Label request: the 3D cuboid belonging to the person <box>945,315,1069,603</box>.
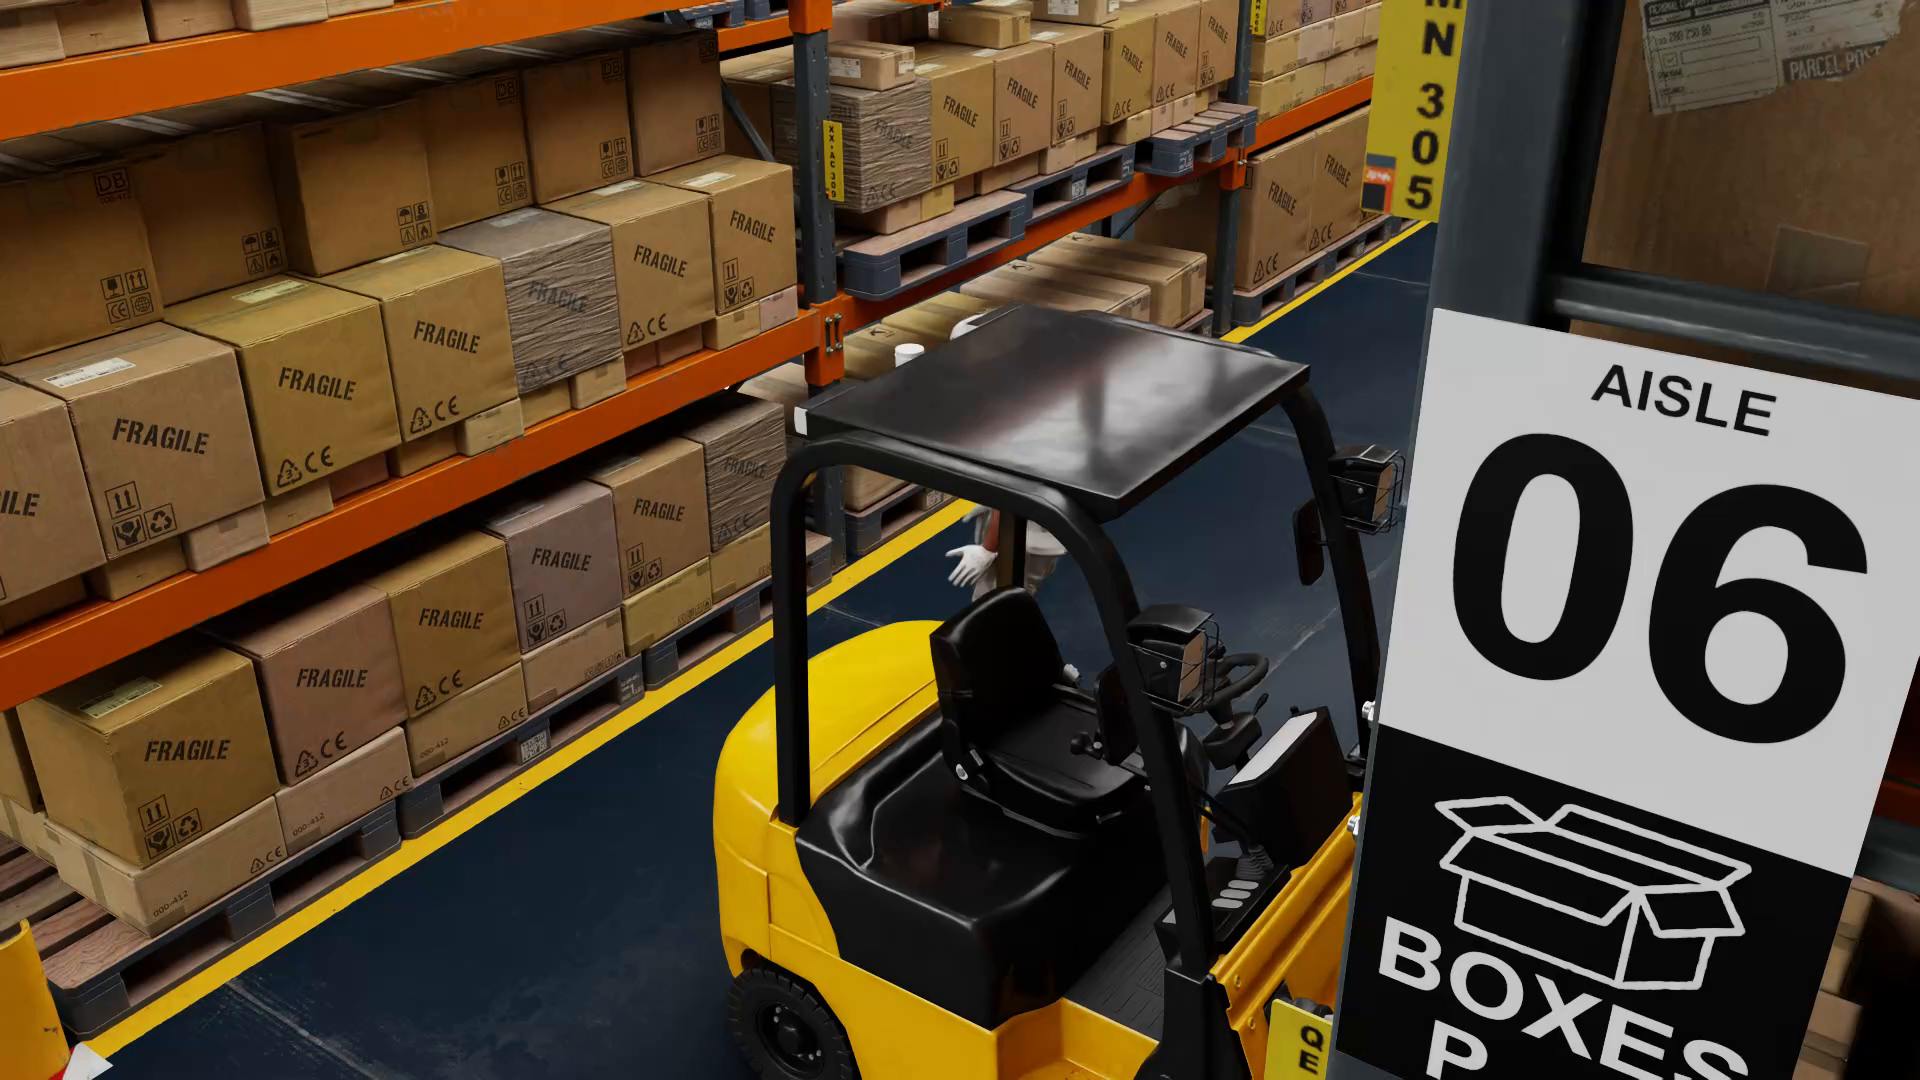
[{"bbox_3d":[0.185,-0.022,6.223,0.497,1.709,0.580,2,27,4],"label":"person"}]
